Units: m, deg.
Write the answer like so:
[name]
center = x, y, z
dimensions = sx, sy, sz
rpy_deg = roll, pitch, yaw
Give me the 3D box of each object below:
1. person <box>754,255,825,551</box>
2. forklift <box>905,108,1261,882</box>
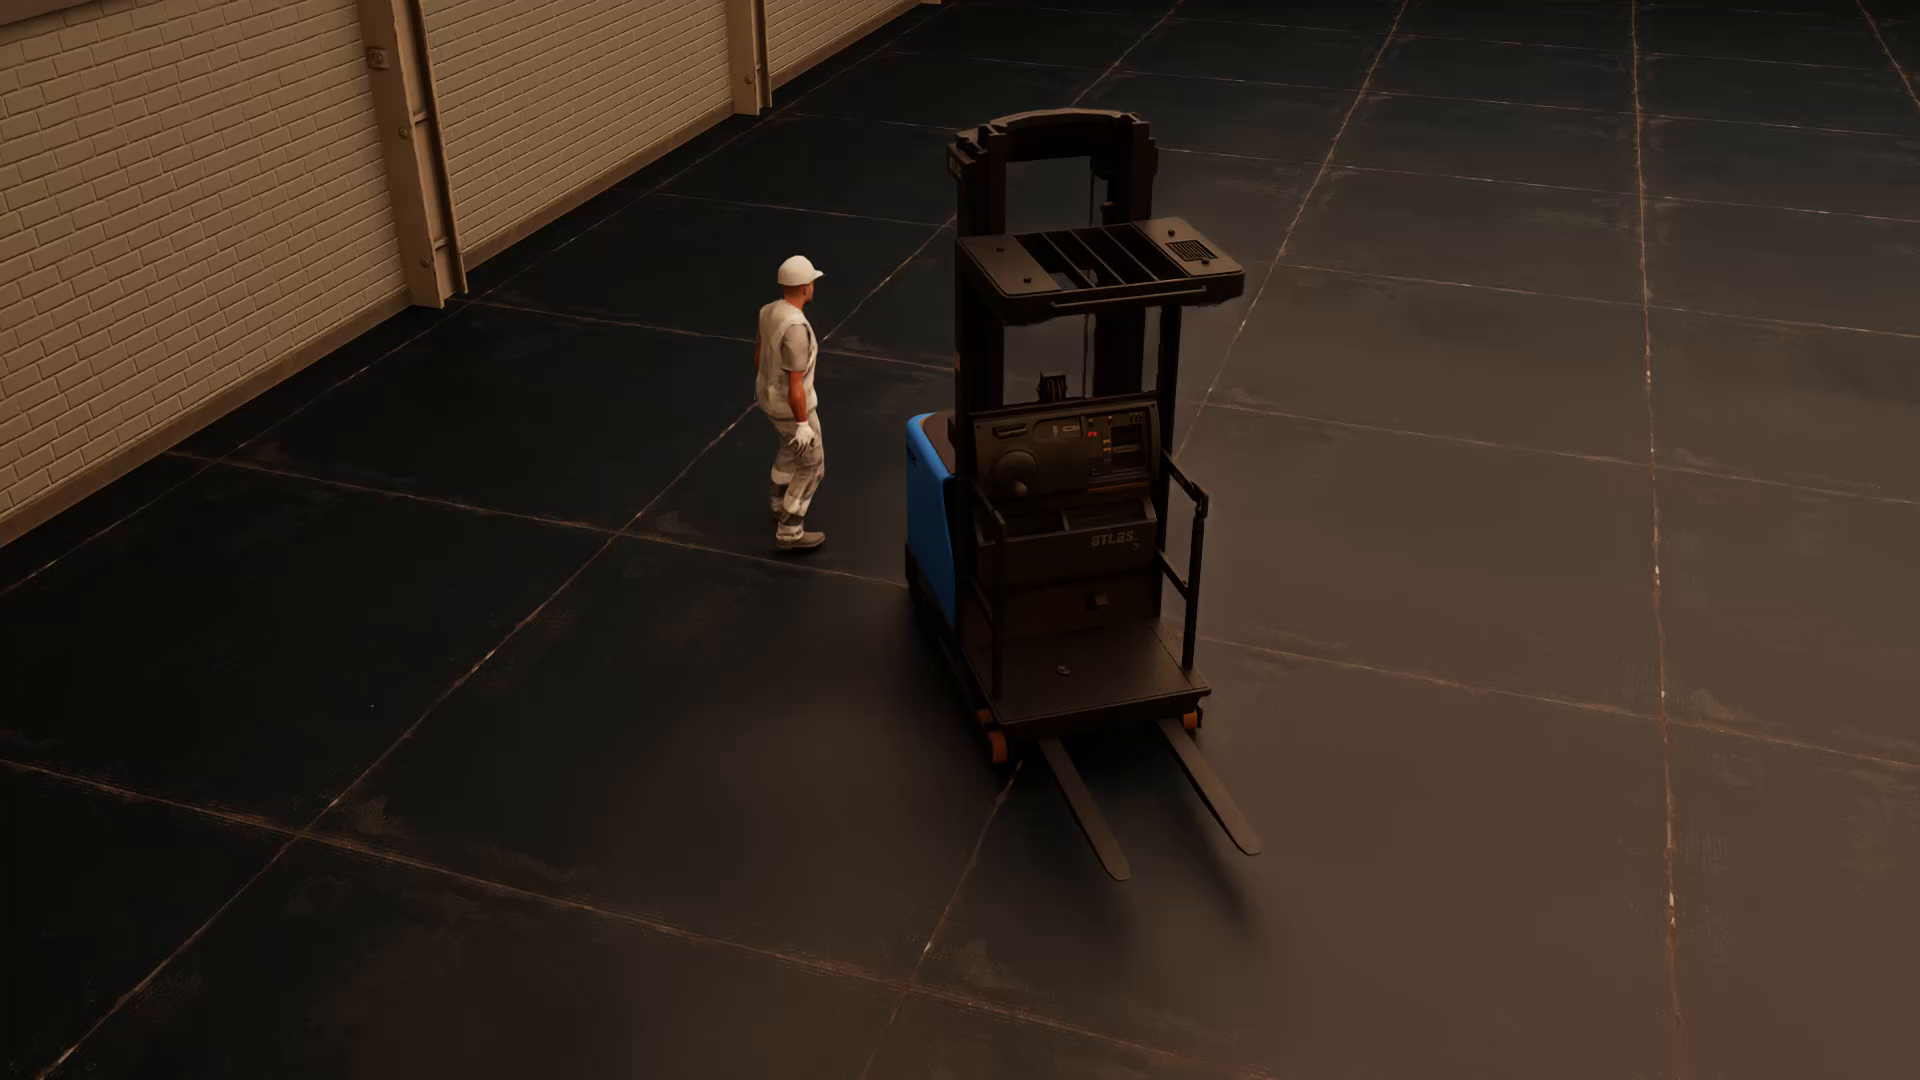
[person]
center = -0.959, -0.801, 9.662
dimensions = 0.428, 1.748, 0.865
rpy_deg = -14, 33, -23
[forklift]
center = 0.580, -0.390, 7.821
dimensions = 1.130, 2.935, 3.031
rpy_deg = -8, 31, -14
